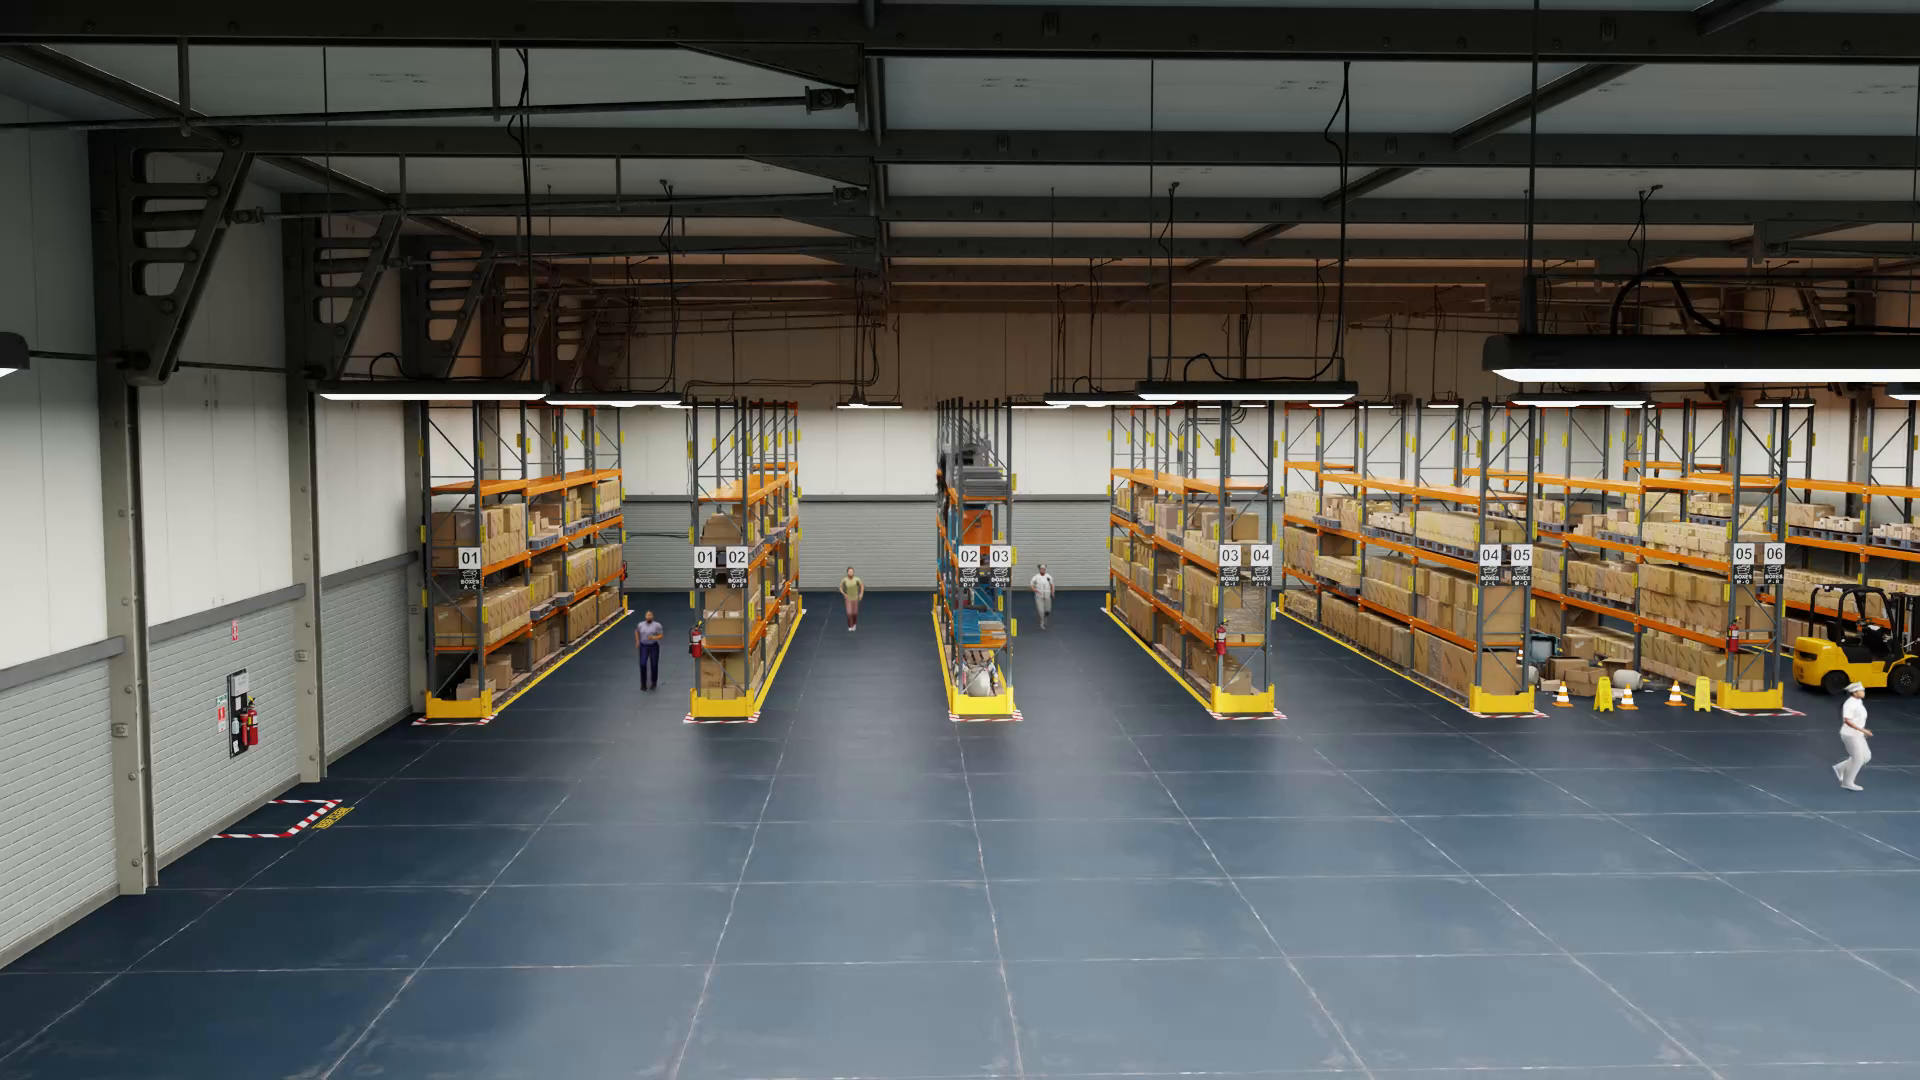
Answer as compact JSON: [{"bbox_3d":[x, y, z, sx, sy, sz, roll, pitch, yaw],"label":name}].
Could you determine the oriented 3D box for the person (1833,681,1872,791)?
[{"bbox_3d":[13.506,2.954,25.148,0.552,1.658,0.582,3,6,38],"label":"person"}]

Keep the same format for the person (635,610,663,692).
[{"bbox_3d":[-6.376,2.278,34.108,0.575,1.689,0.711,-1,4,-8],"label":"person"}]

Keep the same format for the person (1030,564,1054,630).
[{"bbox_3d":[2.185,1.488,43.766,0.664,1.736,0.573,-1,4,-10],"label":"person"}]

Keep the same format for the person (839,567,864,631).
[{"bbox_3d":[-2.695,1.476,41.334,0.610,1.613,0.532,0,4,-6],"label":"person"}]
